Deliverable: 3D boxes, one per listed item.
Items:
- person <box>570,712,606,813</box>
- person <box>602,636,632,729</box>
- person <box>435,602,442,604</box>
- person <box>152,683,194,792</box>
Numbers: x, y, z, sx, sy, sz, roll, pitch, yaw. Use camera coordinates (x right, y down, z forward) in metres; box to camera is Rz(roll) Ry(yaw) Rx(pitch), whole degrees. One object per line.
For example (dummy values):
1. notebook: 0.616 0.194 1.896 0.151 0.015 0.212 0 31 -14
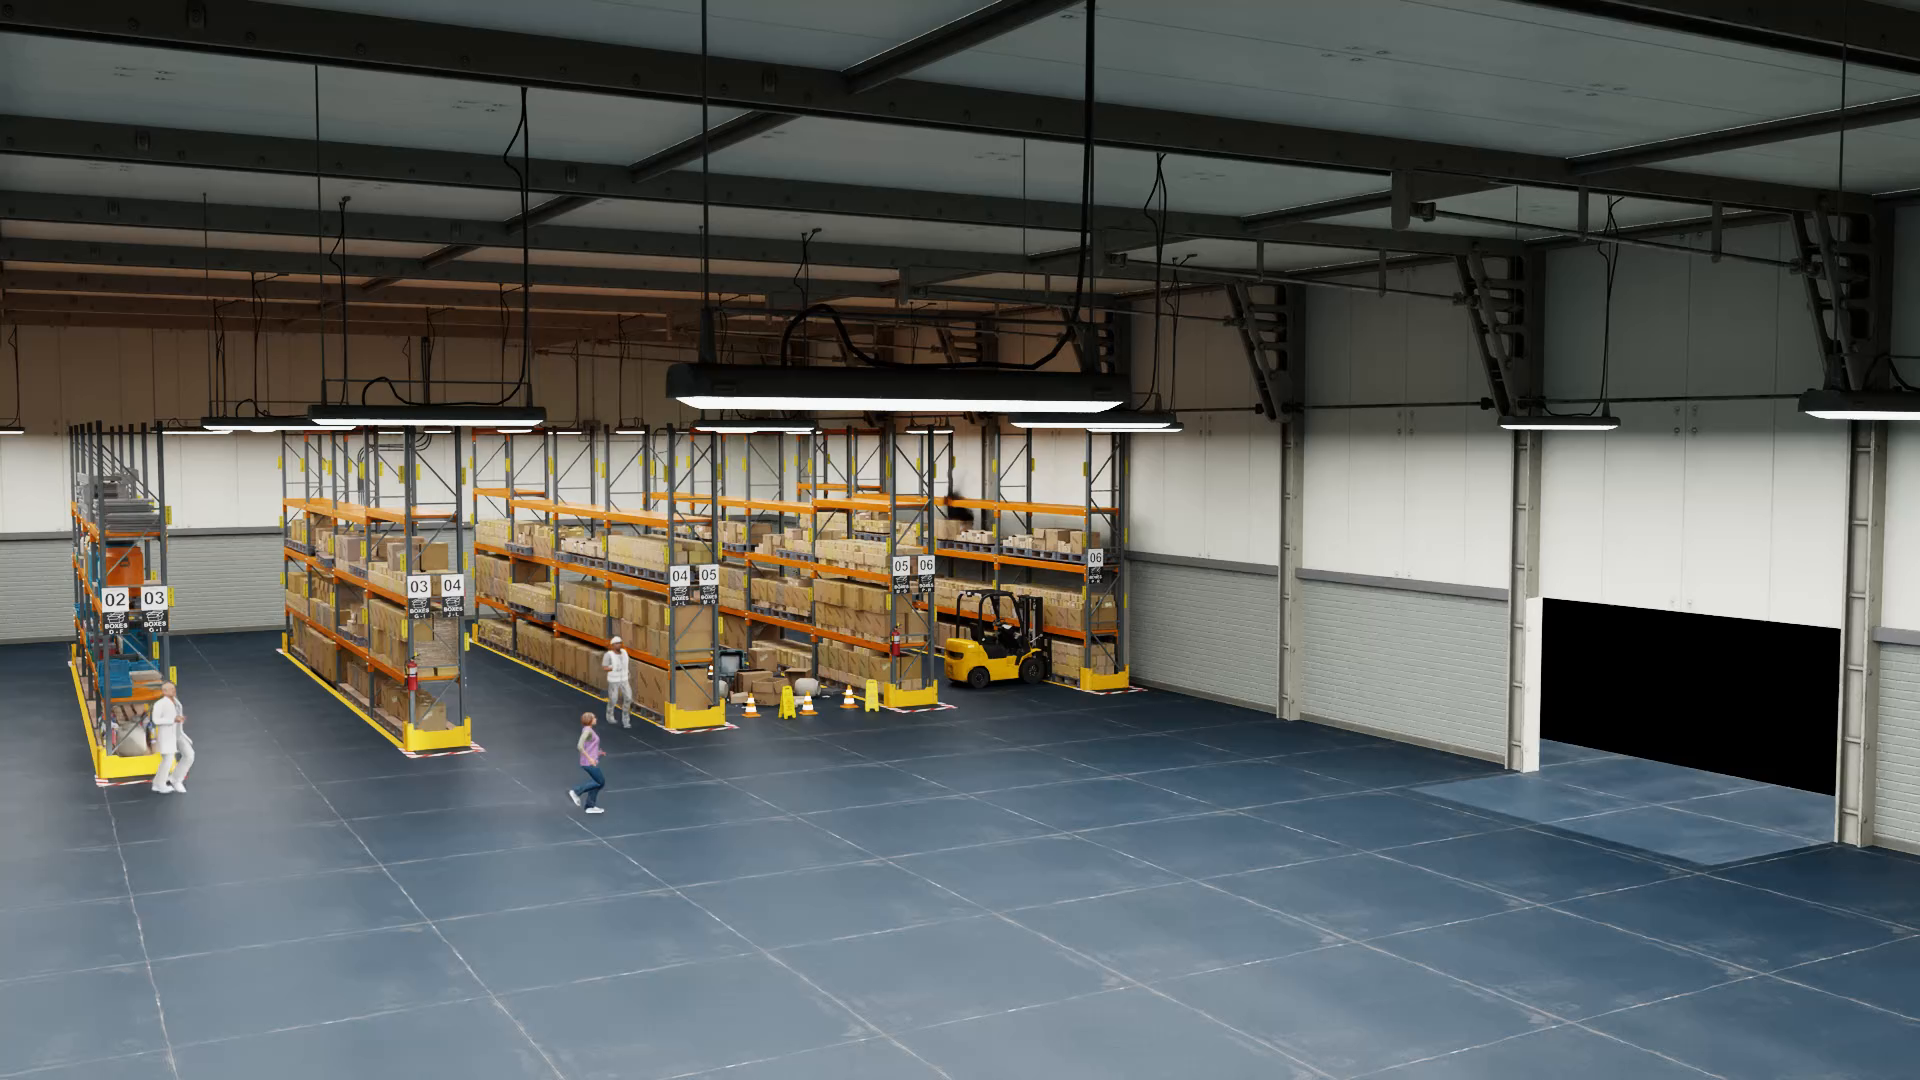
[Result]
1. person: -5.653 3.394 25.269 0.556 1.532 0.549 -1 4 -12
2. person: -6.744 2.814 32.756 0.656 1.844 0.782 -3 4 -36
3. person: -14.816 2.030 46.703 0.820 1.621 0.685 0 4 7
4. person: -12.659 3.198 26.737 0.707 1.815 0.714 1 4 15
